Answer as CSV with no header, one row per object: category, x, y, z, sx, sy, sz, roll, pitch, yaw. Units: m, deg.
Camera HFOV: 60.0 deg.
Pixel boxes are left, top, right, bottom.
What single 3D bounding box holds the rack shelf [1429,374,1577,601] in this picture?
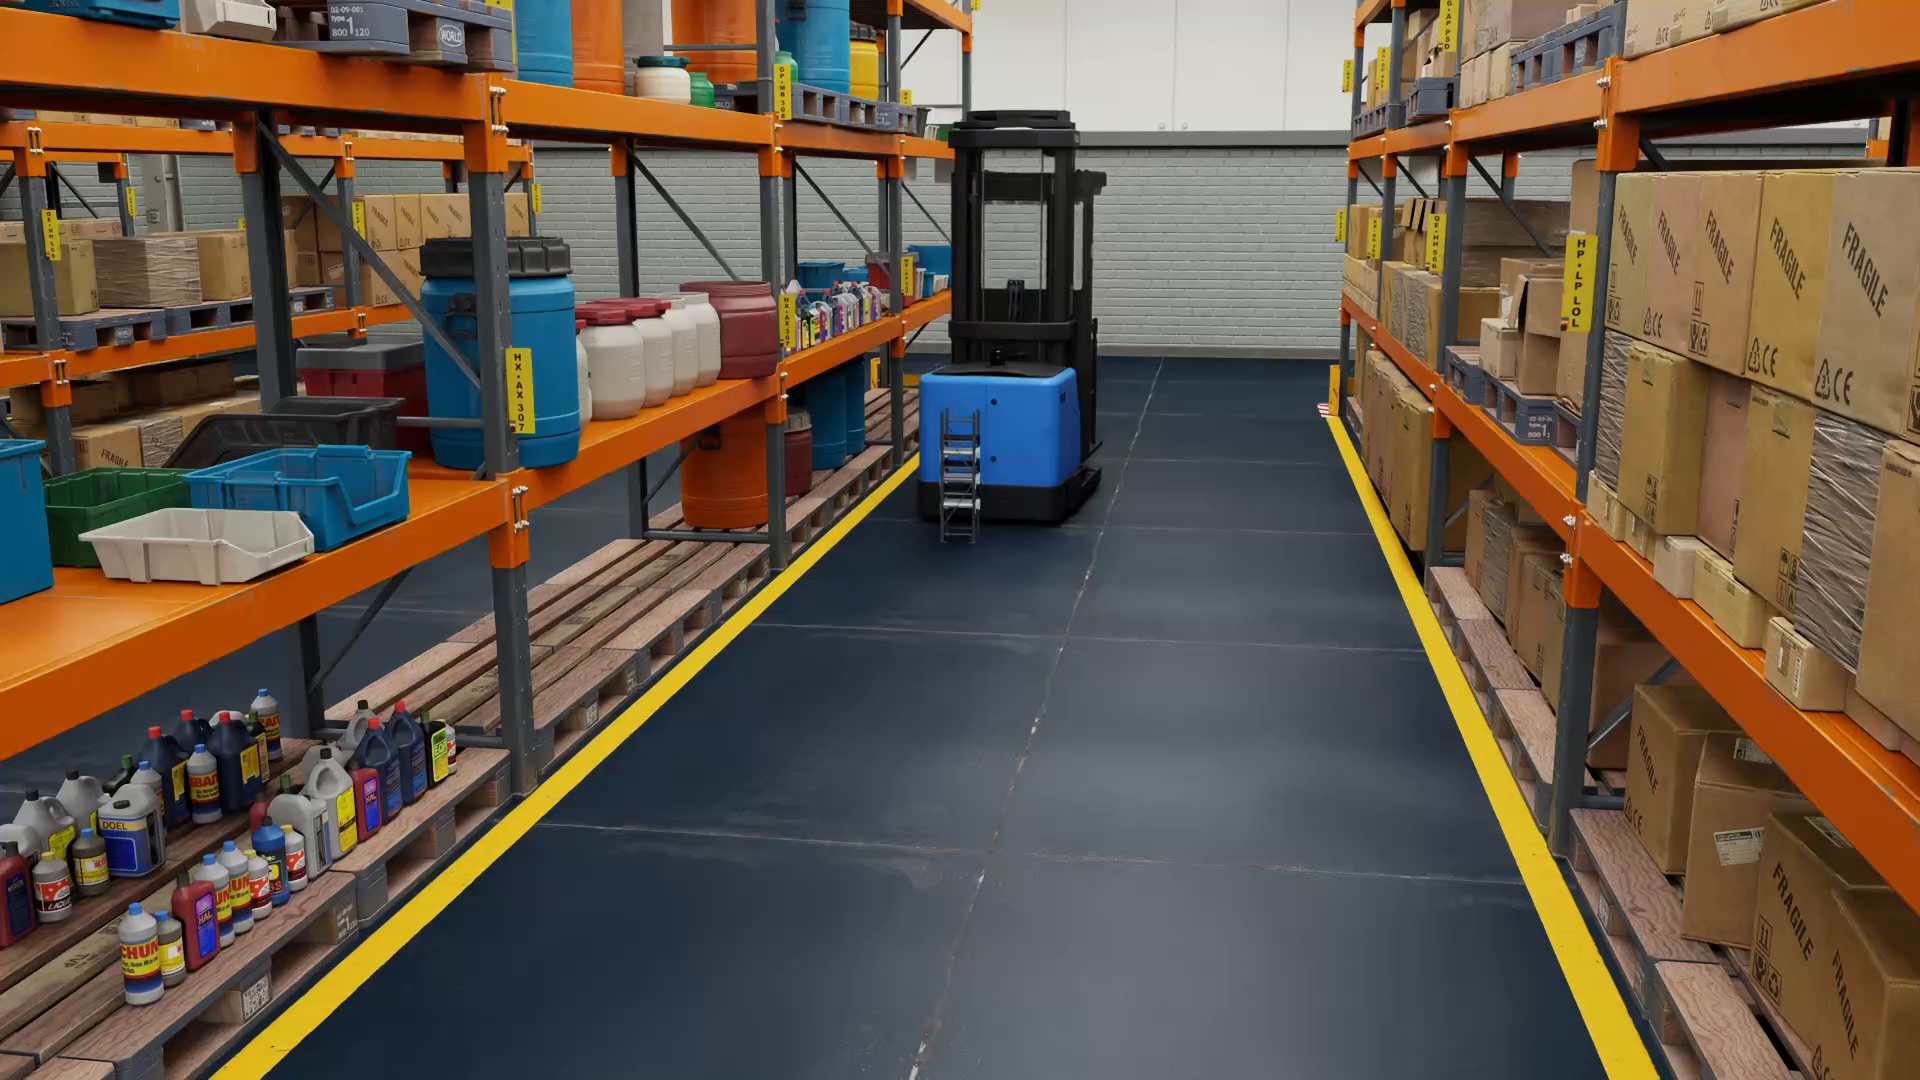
rack shelf,2.977,-0.359,7.749,1.077,0.370,4.000,2,12,9

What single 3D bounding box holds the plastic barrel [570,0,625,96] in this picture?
plastic barrel,-2.051,-2.664,8.596,0.600,0.830,0.708,2,12,9

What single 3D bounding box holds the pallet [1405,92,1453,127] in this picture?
pallet,3.501,-2.870,11.019,1.003,0.211,1.213,2,12,11

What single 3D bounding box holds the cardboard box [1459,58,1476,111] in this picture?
cardboard box,2.961,-2.431,8.889,0.500,0.250,0.500,2,12,10

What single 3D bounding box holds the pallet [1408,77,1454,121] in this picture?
pallet,3.331,-2.637,9.938,1.213,0.211,1.003,2,12,11

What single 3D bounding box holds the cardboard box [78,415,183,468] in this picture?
cardboard box,-6.076,-0.637,12.218,0.500,0.500,0.500,1,12,7

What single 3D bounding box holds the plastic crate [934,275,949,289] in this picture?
plastic crate,-0.325,-2.678,17.283,0.396,0.136,0.243,2,12,9

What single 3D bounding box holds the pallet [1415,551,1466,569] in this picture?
pallet,3.481,0.074,10.649,1.003,0.211,1.213,2,12,9

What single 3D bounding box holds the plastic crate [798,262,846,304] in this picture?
plastic crate,-1.259,-2.250,14.711,0.392,0.384,0.575,2,12,9

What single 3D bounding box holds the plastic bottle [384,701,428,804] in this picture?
plastic bottle,-2.039,0.768,6.053,0.144,0.351,0.185,2,12,7

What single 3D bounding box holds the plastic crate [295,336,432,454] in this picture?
plastic crate,-2.452,-0.597,6.993,0.402,0.464,0.583,2,12,9

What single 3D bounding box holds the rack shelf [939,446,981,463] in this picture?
rack shelf,0.001,-0.585,11.376,0.258,0.077,0.200,2,12,9

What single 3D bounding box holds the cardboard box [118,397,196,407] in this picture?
cardboard box,-6.437,-0.862,13.261,0.500,0.500,0.500,1,12,7

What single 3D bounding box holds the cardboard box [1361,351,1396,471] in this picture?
cardboard box,3.821,-0.993,13.027,1.225,0.875,0.875,2,12,9

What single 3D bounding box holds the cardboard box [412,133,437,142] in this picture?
cardboard box,-5.409,-3.976,16.059,0.500,0.250,0.500,2,12,9

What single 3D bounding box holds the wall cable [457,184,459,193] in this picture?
wall cable,-8.945,-5.855,24.671,3.097,2.526,0.112,2,12,9

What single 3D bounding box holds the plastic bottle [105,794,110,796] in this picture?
plastic bottle,-2.854,0.950,5.565,0.097,0.201,0.097,0,12,0

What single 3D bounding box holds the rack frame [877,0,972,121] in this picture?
rack frame,-0.379,-5.886,17.445,1.000,3.000,0.127,2,12,9

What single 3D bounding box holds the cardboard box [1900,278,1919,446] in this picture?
cardboard box,1.966,-0.372,2.782,0.500,0.500,0.500,2,12,9

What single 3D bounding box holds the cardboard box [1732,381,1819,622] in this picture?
cardboard box,2.333,-0.084,3.821,0.875,0.500,0.500,2,12,9

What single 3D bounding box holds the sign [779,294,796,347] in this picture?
sign,-1.065,-1.351,10.256,0.100,0.325,0.005,2,12,9

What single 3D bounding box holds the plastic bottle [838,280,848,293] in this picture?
plastic bottle,-0.954,-1.899,13.303,0.144,0.351,0.185,2,12,9

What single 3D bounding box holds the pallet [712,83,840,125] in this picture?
pallet,-1.395,-2.818,10.777,1.003,0.211,1.213,2,12,9

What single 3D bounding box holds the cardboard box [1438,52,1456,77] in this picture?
cardboard box,3.353,-3.160,10.681,0.500,0.500,0.500,3,12,12

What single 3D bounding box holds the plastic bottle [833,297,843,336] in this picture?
plastic bottle,-0.916,-1.664,12.372,0.061,0.283,0.133,2,12,9

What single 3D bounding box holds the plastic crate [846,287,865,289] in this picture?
plastic crate,-1.087,-2.257,15.357,0.437,0.125,0.590,2,12,9

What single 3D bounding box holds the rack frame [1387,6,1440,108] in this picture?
rack frame,3.900,-4.893,12.836,1.000,3.000,0.127,2,12,9

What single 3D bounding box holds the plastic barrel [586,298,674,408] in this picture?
plastic barrel,-1.681,-0.956,8.489,0.433,0.535,0.433,0,12,0

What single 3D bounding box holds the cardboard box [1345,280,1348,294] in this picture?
cardboard box,4.097,-2.553,16.817,0.380,0.149,0.250,2,12,8

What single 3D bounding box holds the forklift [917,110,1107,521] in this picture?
forklift,0.529,-1.831,13.033,1.130,2.935,3.031,3,12,13

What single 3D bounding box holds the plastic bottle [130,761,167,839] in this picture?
plastic bottle,-2.773,0.889,5.679,0.097,0.271,0.097,0,12,0

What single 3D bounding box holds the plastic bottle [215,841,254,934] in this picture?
plastic bottle,-2.185,1.037,4.995,0.097,0.271,0.097,0,12,0

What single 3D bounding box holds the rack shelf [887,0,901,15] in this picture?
rack shelf,-1.302,-4.090,11.767,1.077,0.370,4.000,2,12,9

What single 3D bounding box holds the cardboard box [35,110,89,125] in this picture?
cardboard box,-6.469,-3.056,11.198,0.910,0.500,0.500,2,12,9

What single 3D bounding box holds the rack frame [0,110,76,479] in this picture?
rack frame,-6.503,-1.449,11.098,1.000,3.000,0.127,2,12,9

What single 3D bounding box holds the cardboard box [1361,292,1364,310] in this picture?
cardboard box,3.781,-2.126,14.833,0.380,0.149,0.250,2,12,10

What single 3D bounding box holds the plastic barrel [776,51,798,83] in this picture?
plastic barrel,-1.219,-3.097,10.994,0.294,0.245,0.294,0,12,0

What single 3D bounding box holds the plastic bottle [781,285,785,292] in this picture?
plastic bottle,-1.492,-1.973,13.806,0.061,0.283,0.133,2,12,9

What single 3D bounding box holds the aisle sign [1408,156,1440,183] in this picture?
aisle sign,4.823,-4.069,17.083,0.394,0.787,0.004,2,12,9

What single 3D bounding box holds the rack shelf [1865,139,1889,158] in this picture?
rack shelf,9.093,-3.309,14.317,1.077,0.370,4.000,2,12,9

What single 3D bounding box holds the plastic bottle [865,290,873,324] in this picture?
plastic bottle,-0.791,-1.891,13.444,0.152,0.276,0.135,2,12,9

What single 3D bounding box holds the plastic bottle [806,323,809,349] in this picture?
plastic bottle,-1.087,-1.418,11.423,0.097,0.201,0.097,0,12,0

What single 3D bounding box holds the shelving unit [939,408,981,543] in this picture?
shelving unit,0.001,-0.442,11.406,0.258,0.900,0.210,2,12,9

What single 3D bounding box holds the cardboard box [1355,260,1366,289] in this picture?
cardboard box,3.945,-2.452,15.401,0.500,0.250,0.500,2,12,8

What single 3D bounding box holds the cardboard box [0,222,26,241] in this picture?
cardboard box,-10.464,-3.004,17.601,0.980,0.700,0.700,1,12,6

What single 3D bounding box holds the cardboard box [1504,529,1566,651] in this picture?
cardboard box,3.049,0.254,8.085,0.700,0.500,0.500,3,13,13

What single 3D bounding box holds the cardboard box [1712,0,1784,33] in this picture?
cardboard box,2.184,-1.389,4.054,0.500,0.250,0.500,1,12,6

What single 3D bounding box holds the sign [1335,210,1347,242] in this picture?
sign,3.968,-3.274,17.322,0.100,0.325,0.005,2,12,9

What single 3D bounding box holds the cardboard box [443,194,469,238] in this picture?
cardboard box,-5.300,-3.230,16.752,0.500,0.500,0.500,2,12,10

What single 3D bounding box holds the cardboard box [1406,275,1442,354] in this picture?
cardboard box,3.275,-1.499,11.091,0.500,0.500,0.500,1,12,7

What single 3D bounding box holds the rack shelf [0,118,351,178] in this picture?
rack shelf,-6.195,-2.980,12.789,1.077,0.370,4.000,2,12,9

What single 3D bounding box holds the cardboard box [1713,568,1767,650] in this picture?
cardboard box,2.122,0.176,4.154,0.380,0.149,0.250,2,12,9

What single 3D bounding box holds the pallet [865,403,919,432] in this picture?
pallet,-0.734,-1.166,16.405,1.003,0.211,1.213,2,12,9
